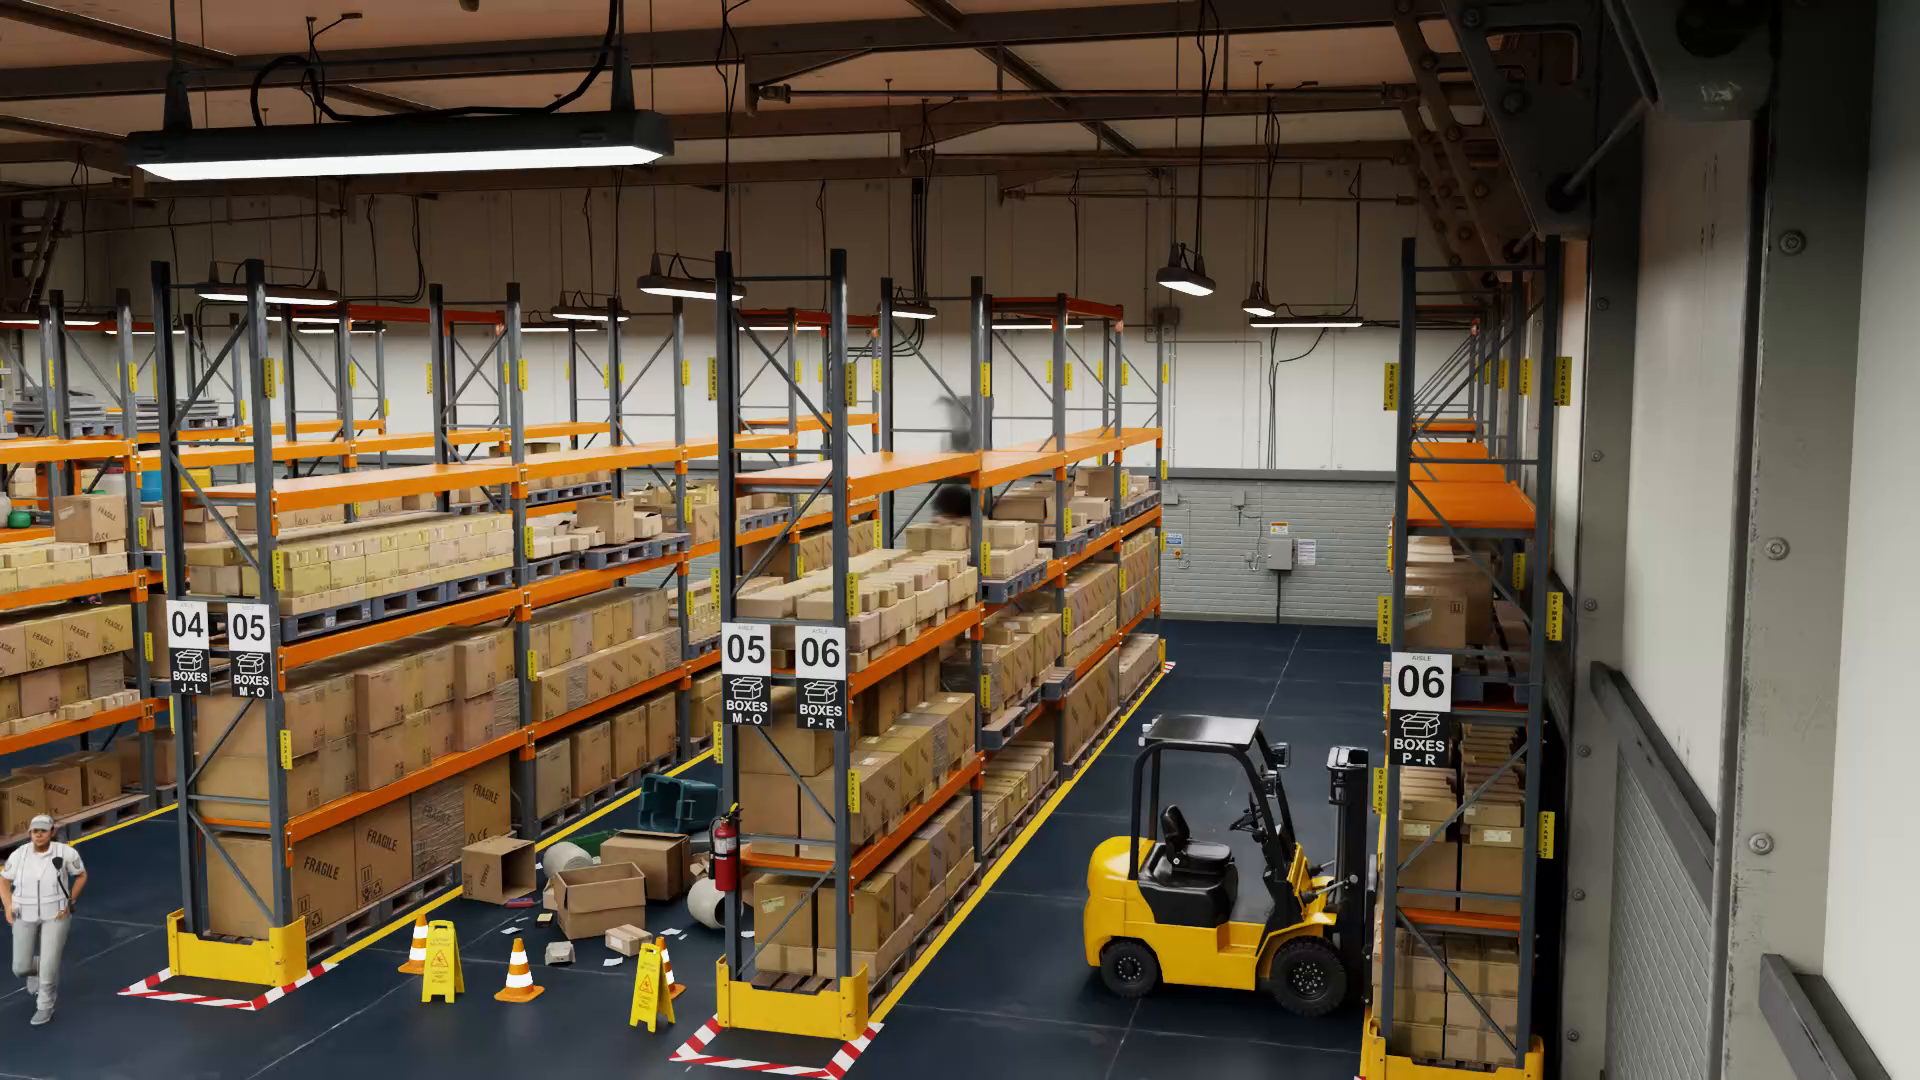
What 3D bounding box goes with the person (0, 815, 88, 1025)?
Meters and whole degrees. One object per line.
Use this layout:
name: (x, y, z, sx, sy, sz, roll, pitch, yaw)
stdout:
person: (-7.301, 2.976, 13.270, 0.634, 1.626, 0.630, -3, 7, -23)
